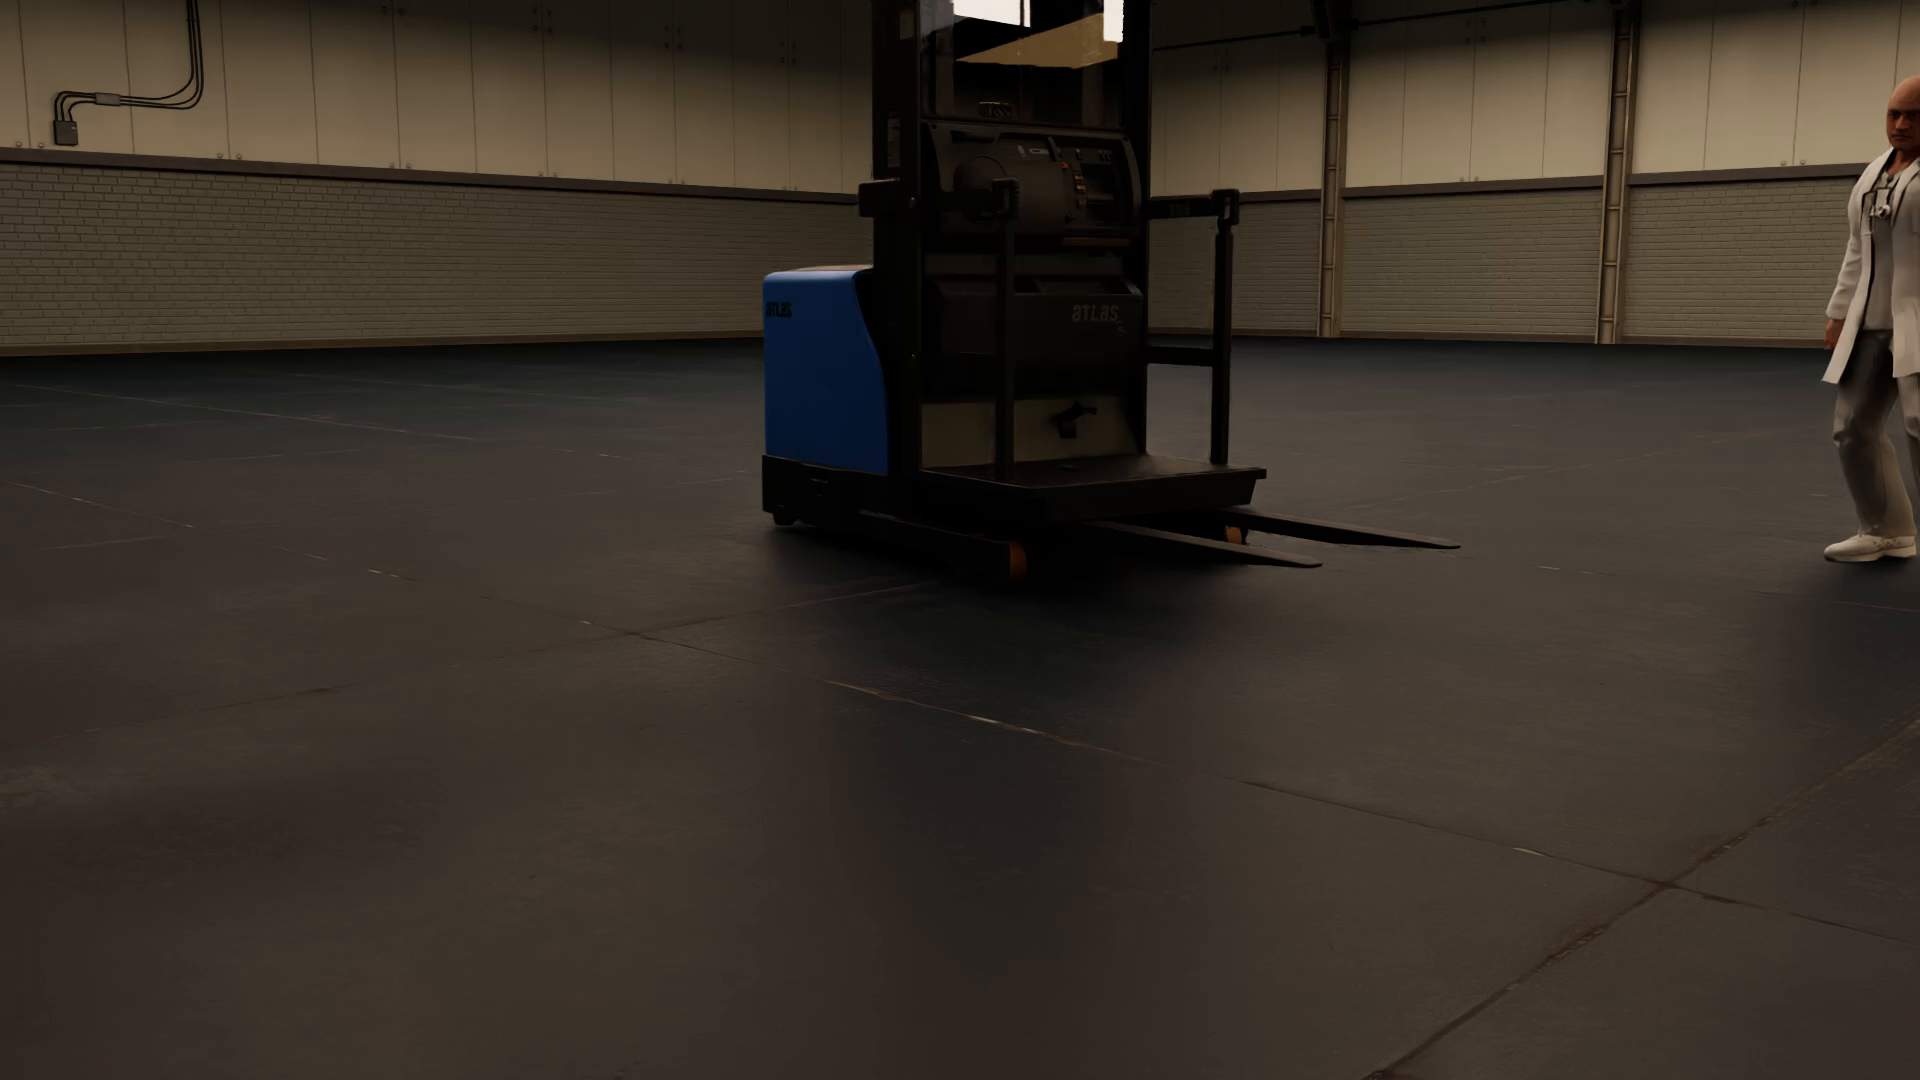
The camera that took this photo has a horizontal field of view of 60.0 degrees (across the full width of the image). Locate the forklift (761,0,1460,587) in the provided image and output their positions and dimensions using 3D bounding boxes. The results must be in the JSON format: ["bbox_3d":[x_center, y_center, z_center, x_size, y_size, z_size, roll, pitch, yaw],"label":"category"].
[{"bbox_3d":[0.407,-1.369,5.966,1.130,2.935,3.031,-6,10,-34],"label":"forklift"}]

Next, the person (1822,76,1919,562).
[{"bbox_3d":[3.429,-0.763,5.976,0.448,1.748,0.914,-3,9,-17],"label":"person"}]
